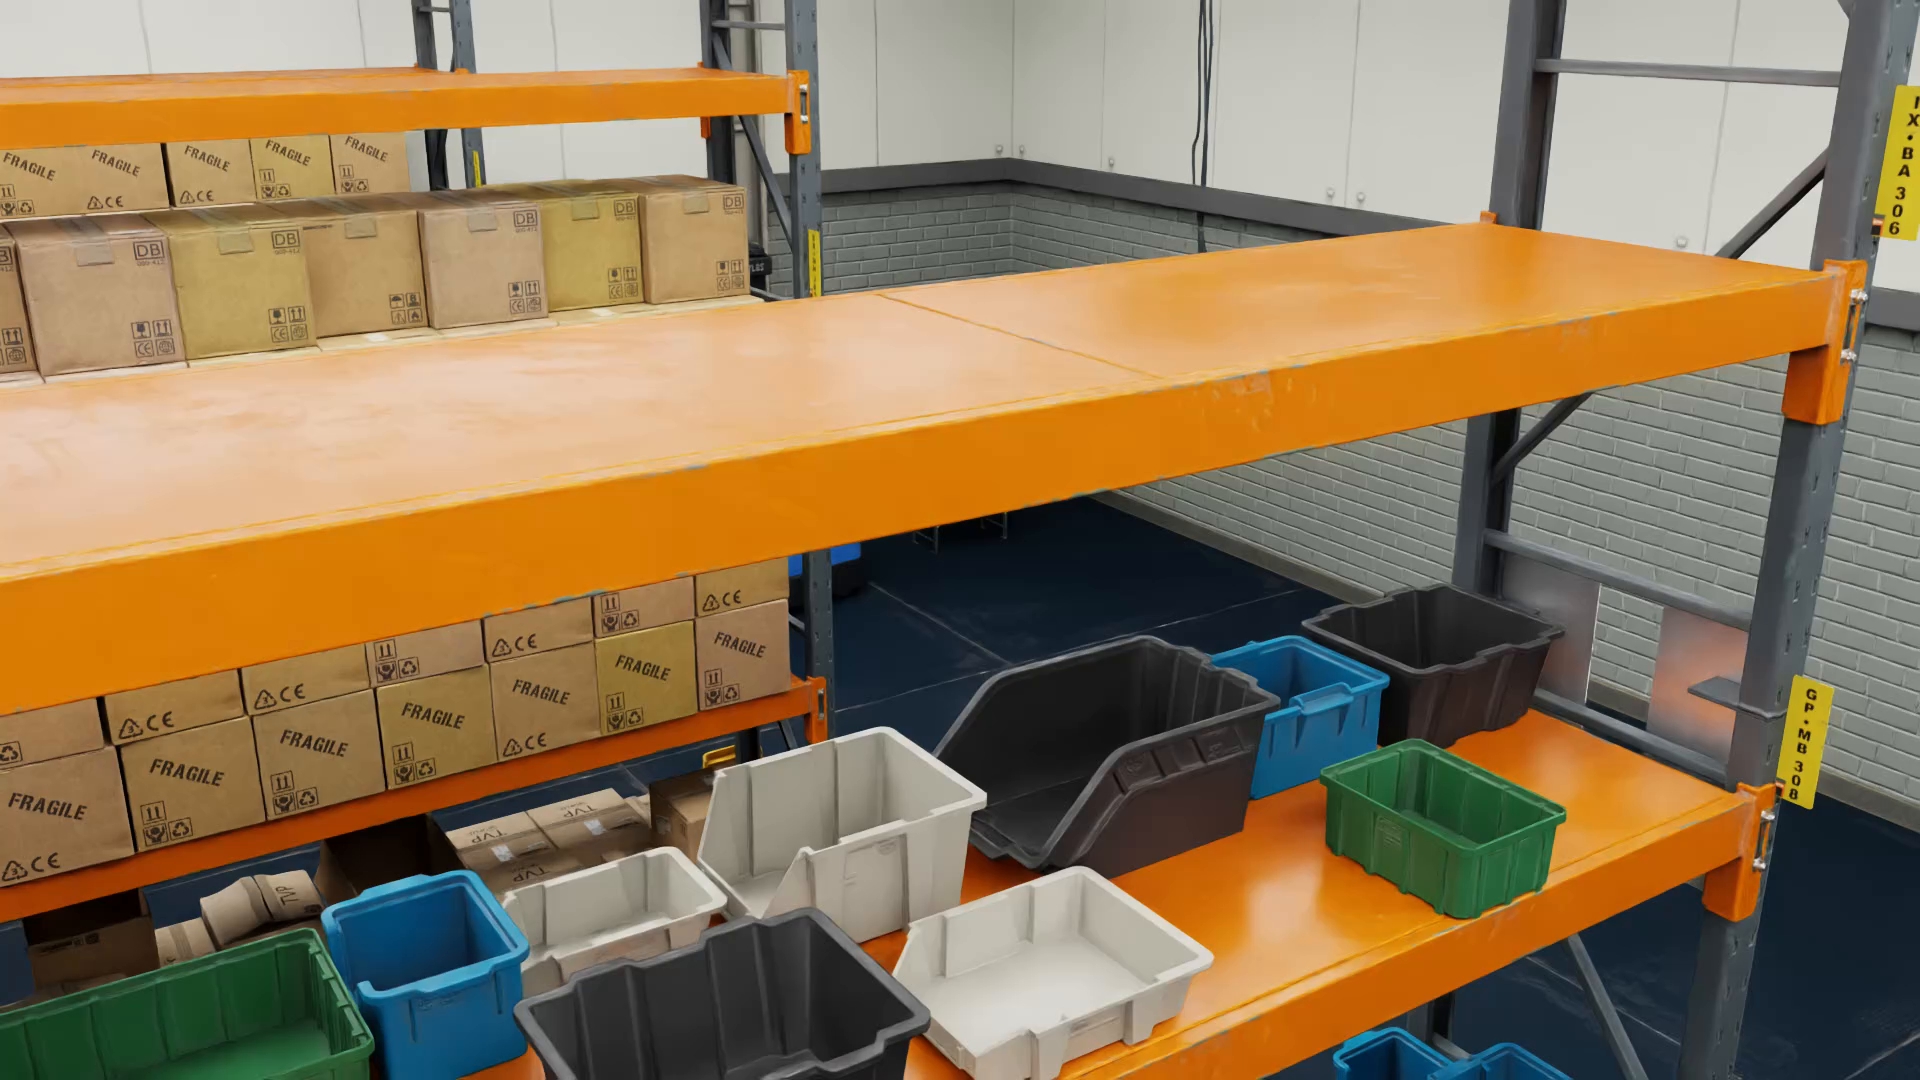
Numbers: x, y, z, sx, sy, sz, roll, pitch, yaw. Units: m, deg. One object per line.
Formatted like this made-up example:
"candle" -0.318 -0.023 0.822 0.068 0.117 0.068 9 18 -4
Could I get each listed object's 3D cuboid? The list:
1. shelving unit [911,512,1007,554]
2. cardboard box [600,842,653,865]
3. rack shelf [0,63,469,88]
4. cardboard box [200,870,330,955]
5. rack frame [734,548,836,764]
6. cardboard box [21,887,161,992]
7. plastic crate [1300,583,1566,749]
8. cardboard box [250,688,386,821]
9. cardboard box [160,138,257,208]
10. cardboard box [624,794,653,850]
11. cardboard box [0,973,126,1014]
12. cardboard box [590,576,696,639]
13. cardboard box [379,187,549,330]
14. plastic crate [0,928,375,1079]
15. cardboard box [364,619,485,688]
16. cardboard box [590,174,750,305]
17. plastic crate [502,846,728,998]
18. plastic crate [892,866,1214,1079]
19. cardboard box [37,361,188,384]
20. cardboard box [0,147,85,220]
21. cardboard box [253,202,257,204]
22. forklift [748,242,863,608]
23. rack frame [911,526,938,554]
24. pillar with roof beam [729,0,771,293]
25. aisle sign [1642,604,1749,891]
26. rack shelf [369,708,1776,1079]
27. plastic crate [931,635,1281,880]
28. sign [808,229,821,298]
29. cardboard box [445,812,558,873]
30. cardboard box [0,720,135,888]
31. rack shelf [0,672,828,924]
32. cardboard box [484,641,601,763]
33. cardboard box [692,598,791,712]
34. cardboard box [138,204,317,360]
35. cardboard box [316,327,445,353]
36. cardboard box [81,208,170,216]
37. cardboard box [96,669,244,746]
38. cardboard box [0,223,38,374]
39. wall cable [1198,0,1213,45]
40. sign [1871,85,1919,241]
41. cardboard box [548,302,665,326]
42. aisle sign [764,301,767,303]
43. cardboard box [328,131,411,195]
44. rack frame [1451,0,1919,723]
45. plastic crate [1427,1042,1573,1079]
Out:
"shelving unit" -0.006 -0.709 14.501 0.755 1.500 0.431 -12 22 -31
"cardboard box" -1.678 1.740 8.651 0.250 0.166 0.380 -12 22 -31
"rack shelf" -5.369 -2.886 10.979 4.000 0.370 1.077 -12 22 -31
"cardboard box" -3.366 1.859 8.074 0.500 0.311 0.500 -12 22 -31
"rack frame" -0.971 0.397 8.886 0.127 3.000 1.000 -12 22 -31
"cardboard box" -3.992 1.901 7.653 0.500 0.500 0.500 -12 22 -31
"plastic crate" 1.275 0.357 4.525 0.590 0.269 0.497 -12 22 -31
"cardboard box" -2.892 0.859 7.364 0.500 0.500 0.500 -12 22 -32
"cardboard box" -5.015 -2.497 11.016 0.500 0.500 0.500 -13 23 -34
"cardboard box" -1.719 1.557 9.193 0.250 0.166 0.380 -12 22 -31
"cardboard box" -3.843 2.151 7.209 0.500 0.311 0.500 -12 22 -31
"cardboard box" -1.613 0.118 7.996 0.500 0.500 0.500 -11 22 -30
"cardboard box" -2.214 -1.268 7.410 0.500 0.500 0.700 -12 22 -31
"plastic crate" -1.403 0.951 2.894 0.662 0.188 0.450 -12 22 -31
"cardboard box" -2.473 0.301 7.455 0.500 0.500 0.500 -11 22 -30
"cardboard box" -1.391 -1.450 7.949 0.500 0.500 0.700 -12 22 -31
"plastic crate" -0.738 0.806 3.406 0.466 0.136 0.293 -12 22 -31
"plastic crate" 0.160 0.857 3.254 0.530 0.136 0.437 -12 22 -31
"cardboard box" -3.353 -0.593 6.584 0.500 0.250 0.500 -12 22 -31
"cardboard box" -5.864 -2.317 10.481 0.500 0.500 0.500 -12 22 -33
"cardboard box" -4.599 -2.231 11.400 0.500 0.250 0.500 -13 23 -33
"forklift" -2.230 -0.773 12.454 3.031 2.935 1.130 -15 24 -38
"rack frame" -0.311 -0.645 14.310 0.023 1.500 0.400 -12 22 -31
"pillar with roof beam" 0.448 -3.324 10.527 0.400 9.000 9.100 -12 22 -31
"aisle sign" 1.971 0.557 4.354 0.004 0.787 0.394 -12 22 -31
"rack shelf" 0.079 0.995 3.558 4.000 0.370 1.077 -12 22 -31
"plastic crate" 0.323 0.527 3.916 0.767 0.338 0.504 -12 22 -31
"sign" -0.683 -1.291 7.814 0.005 0.325 0.100 -12 22 -31
"cardboard box" -2.417 1.688 8.676 0.500 0.250 0.500 -12 22 -31
"cardboard box" -3.737 1.038 6.836 0.500 0.500 0.500 -11 22 -30
"rack shelf" -2.642 1.090 7.959 4.000 0.370 1.077 -12 22 -31
"cardboard box" -2.047 0.680 7.892 0.500 0.500 0.500 -12 22 -31
"cardboard box" -1.196 0.502 8.421 0.500 0.500 0.500 -11 22 -30
"cardboard box" -3.017 -1.076 6.842 0.500 0.500 0.700 -12 22 -31
"cardboard box" -2.511 -0.766 7.096 0.500 0.250 0.500 -12 22 -31
"cardboard box" -5.460 -2.048 10.858 0.500 0.250 0.500 -13 22 -33
"cardboard box" -3.333 0.482 6.918 0.500 0.500 0.500 -13 22 -33
"cardboard box" -3.927 -0.936 6.429 0.500 0.500 0.700 -12 22 -31
"wall cable" 2.709 -4.868 12.054 0.112 2.526 3.097 -12 22 -31
"sign" 2.066 -0.822 3.629 0.005 0.325 0.100 -12 22 -31
"cardboard box" -1.678 -0.943 7.619 0.500 0.250 0.500 -12 22 -31
"aisle sign" -1.076 -0.925 8.737 0.004 0.787 0.394 -12 22 -31
"cardboard box" -4.160 -2.677 11.546 0.500 0.500 0.500 -12 22 -32
"rack frame" 1.750 -1.119 4.004 0.127 3.000 1.000 -12 22 -31
"plastic crate" 1.573 1.787 4.627 0.499 0.435 0.616 -12 22 -31
